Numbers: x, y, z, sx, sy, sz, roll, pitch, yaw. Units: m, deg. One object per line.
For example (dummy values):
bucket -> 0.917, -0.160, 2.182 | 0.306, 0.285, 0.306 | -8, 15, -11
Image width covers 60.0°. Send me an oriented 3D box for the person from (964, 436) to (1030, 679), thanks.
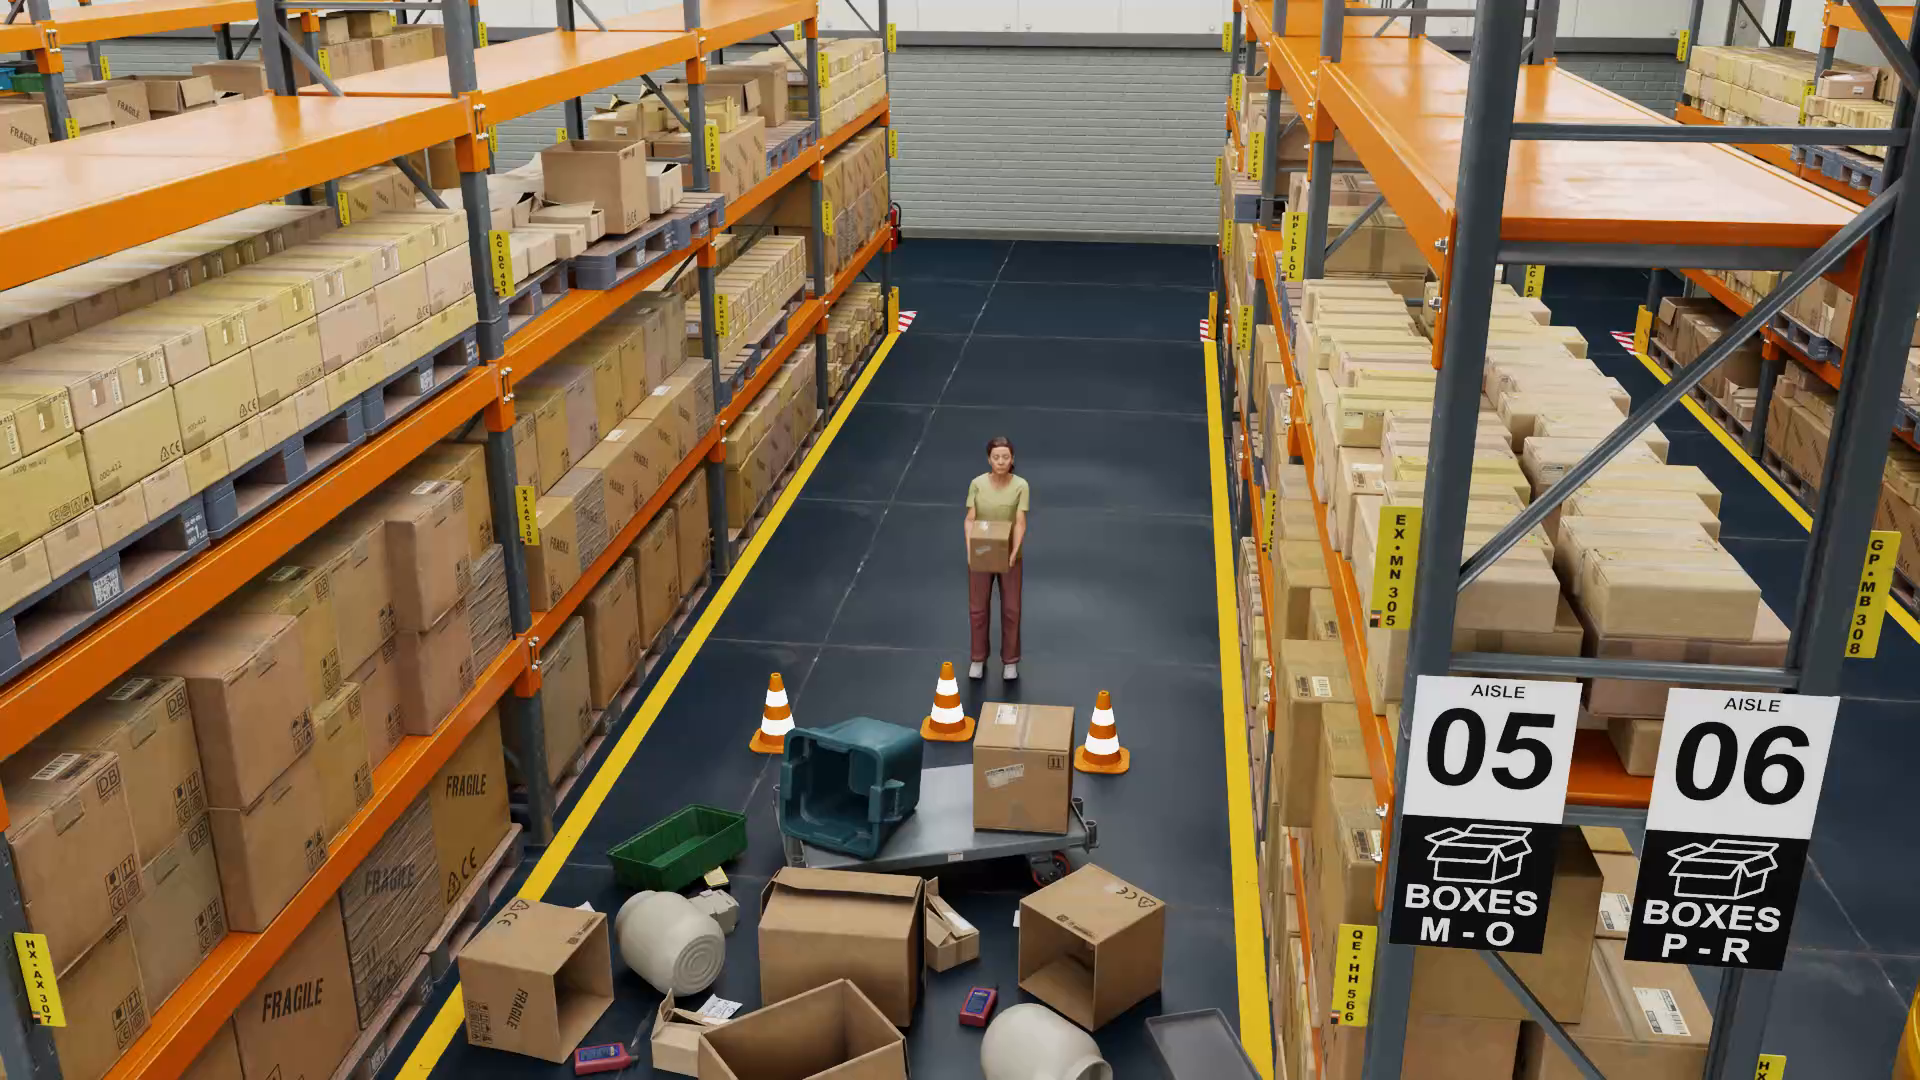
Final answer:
person -> 0.240, 0.146, 11.128 | 0.426, 1.662, 0.561 | 3, 21, 7
